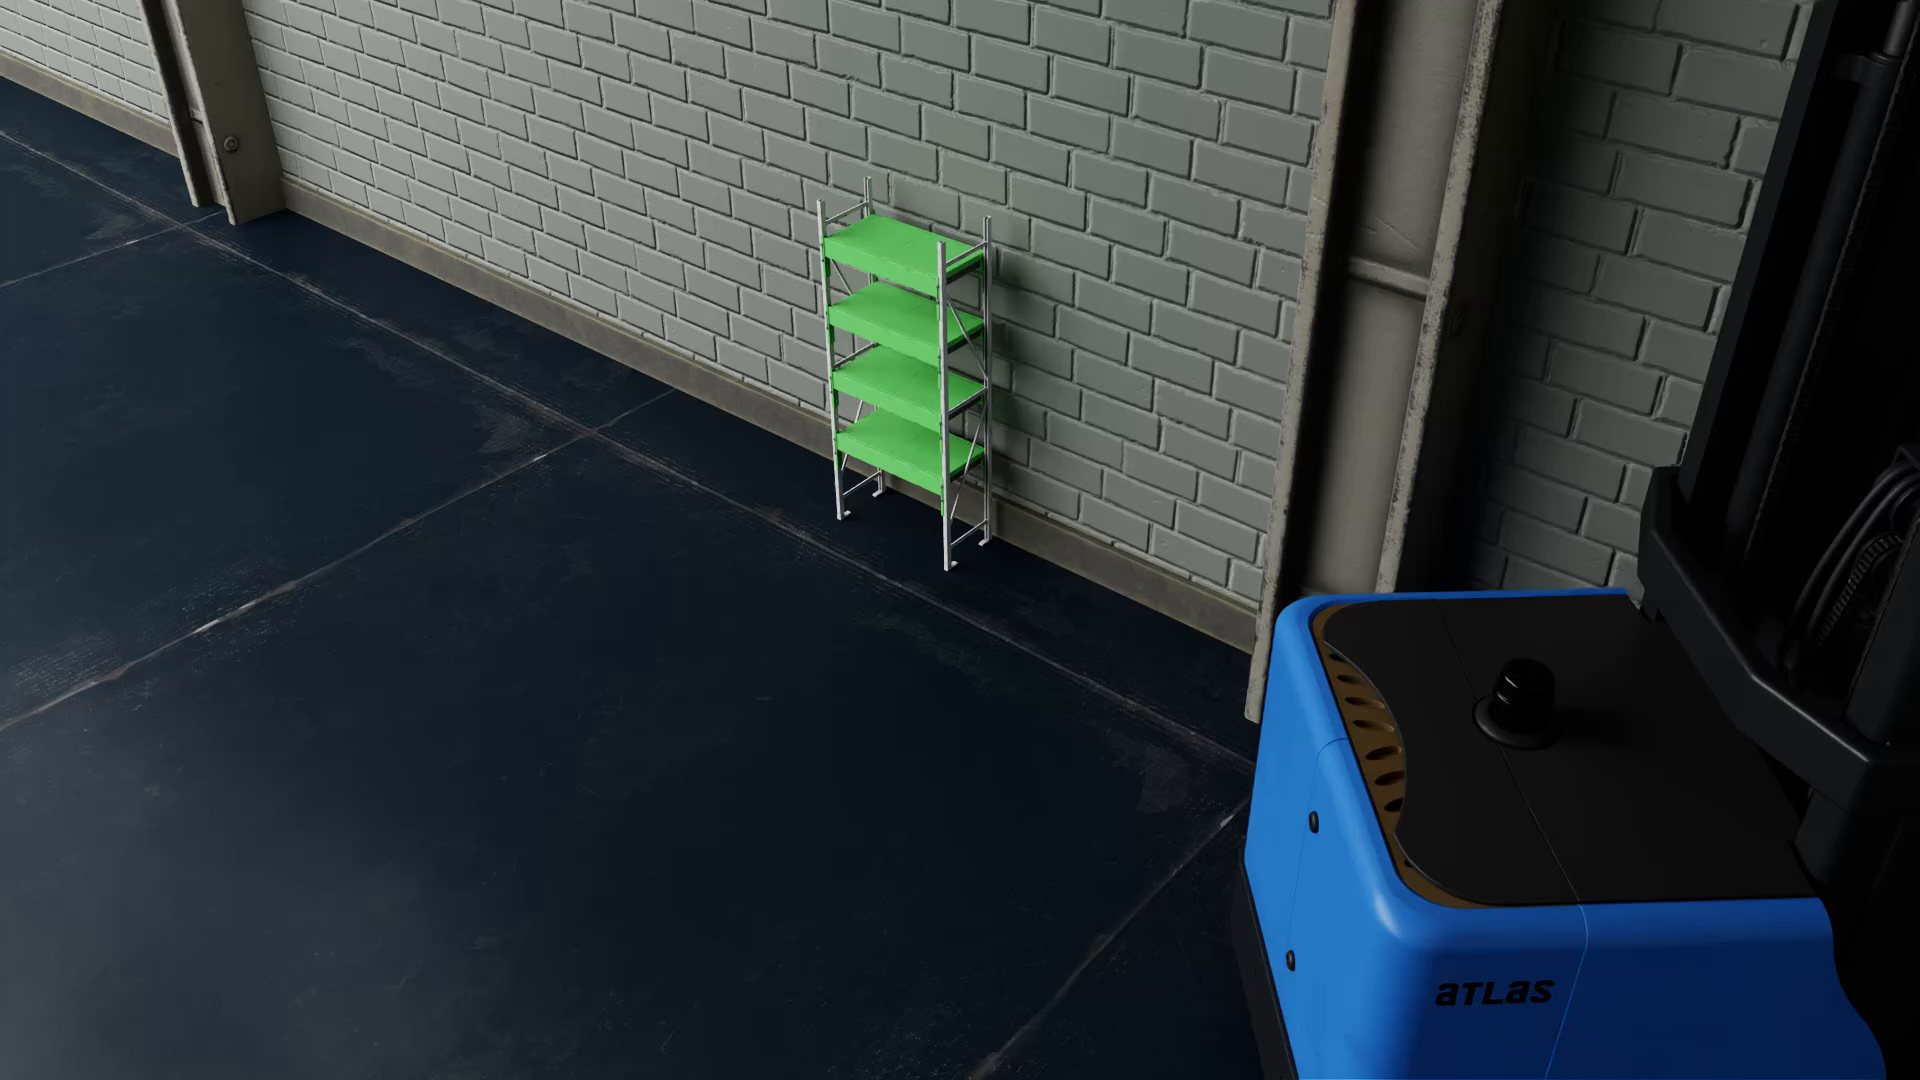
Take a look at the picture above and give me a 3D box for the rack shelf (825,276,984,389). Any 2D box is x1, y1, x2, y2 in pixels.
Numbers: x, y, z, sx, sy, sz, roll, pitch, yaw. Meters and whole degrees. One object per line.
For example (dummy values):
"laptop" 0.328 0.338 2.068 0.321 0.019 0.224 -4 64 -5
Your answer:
"rack shelf" -0.169 -0.672 5.354 0.480 0.148 0.258 25 43 31

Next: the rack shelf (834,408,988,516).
"rack shelf" -0.164 -0.281 5.631 0.480 0.148 0.258 25 43 31

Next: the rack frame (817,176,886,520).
"rack frame" -0.356 -0.616 5.583 0.015 1.200 0.240 25 43 31

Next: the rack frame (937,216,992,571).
"rack frame" 0.022 -0.441 5.328 0.015 1.200 0.240 25 43 31

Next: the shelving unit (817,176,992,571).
"shelving unit" -0.167 -0.529 5.455 0.503 1.200 0.258 25 43 31

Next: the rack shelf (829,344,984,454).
"rack shelf" -0.167 -0.476 5.492 0.480 0.148 0.258 25 43 31

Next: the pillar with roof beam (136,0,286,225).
"pillar with roof beam" -6.266 -3.476 2.863 0.400 9.000 9.100 25 42 32

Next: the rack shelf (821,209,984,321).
"rack shelf" -0.172 -0.868 5.215 0.480 0.148 0.258 25 43 31

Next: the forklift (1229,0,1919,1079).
"forklift" 2.212 0.034 3.112 3.031 2.935 1.130 -1 35 -2
